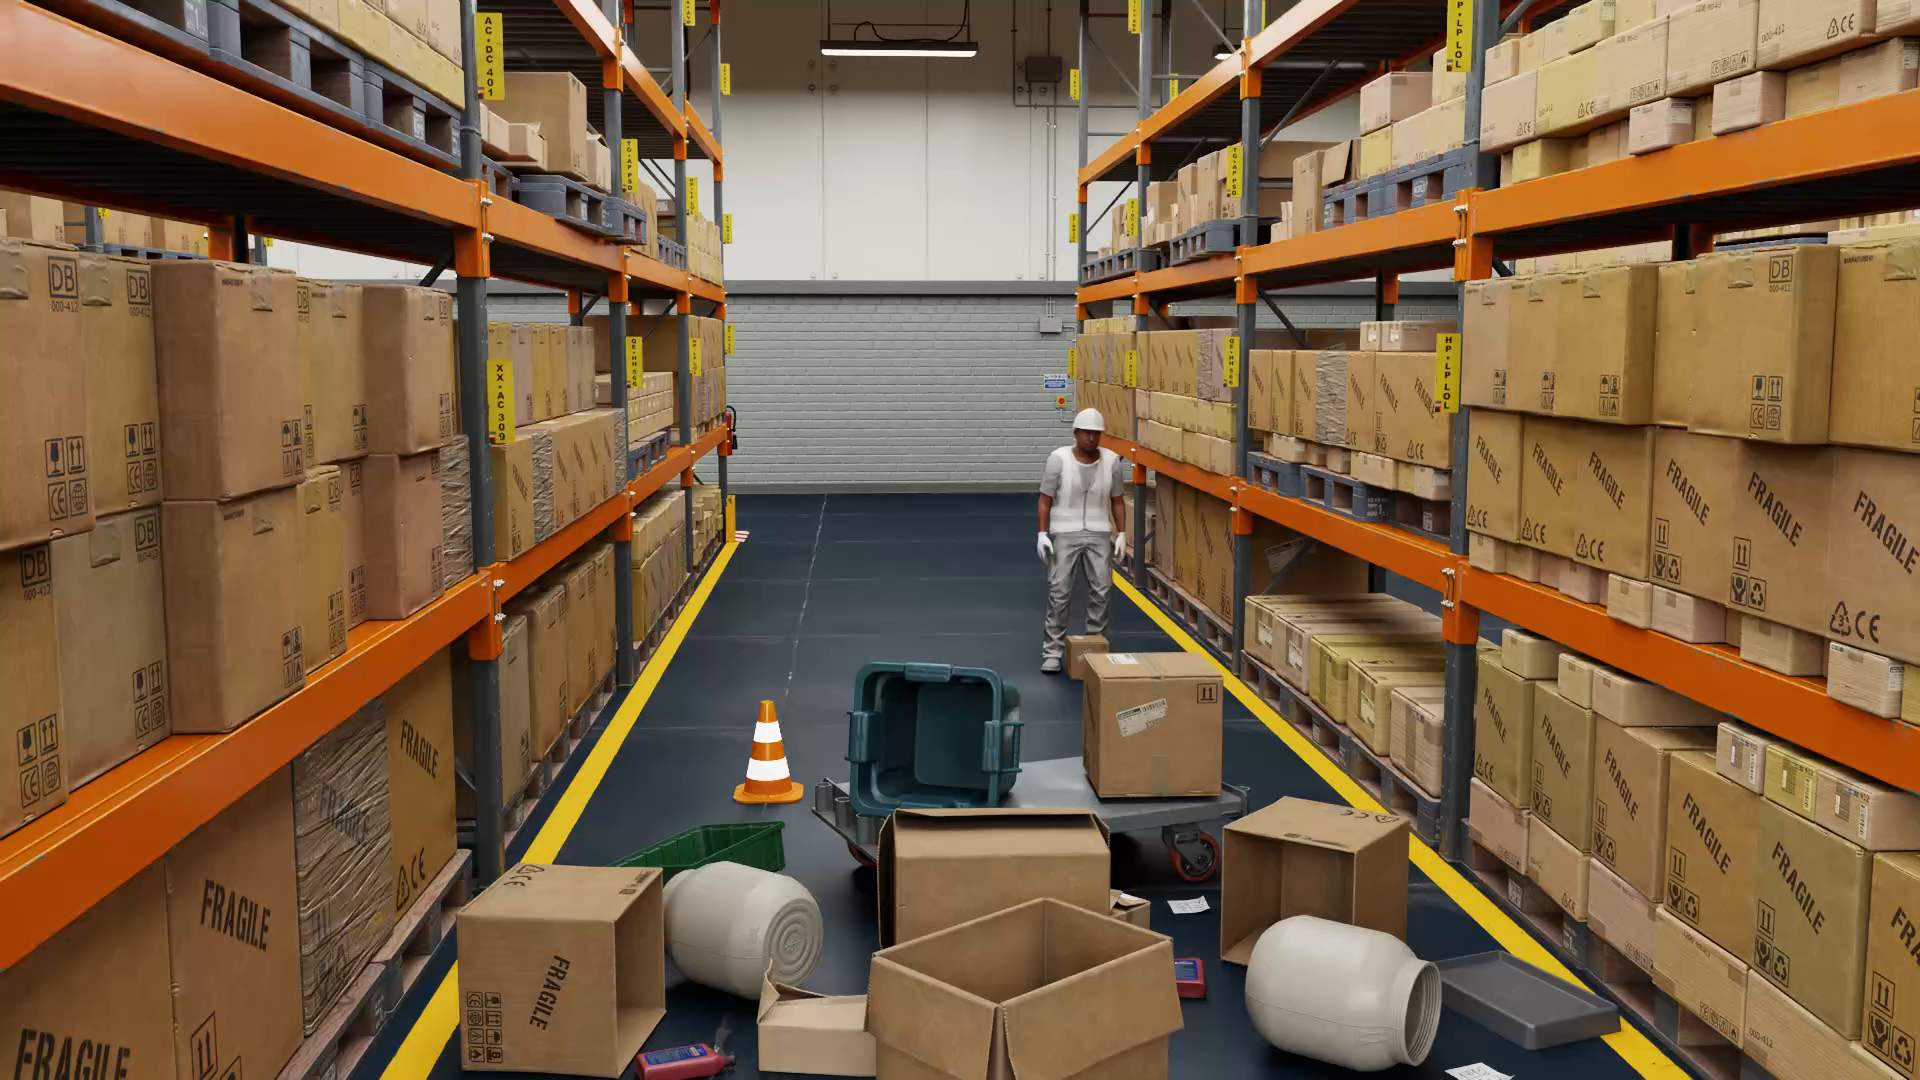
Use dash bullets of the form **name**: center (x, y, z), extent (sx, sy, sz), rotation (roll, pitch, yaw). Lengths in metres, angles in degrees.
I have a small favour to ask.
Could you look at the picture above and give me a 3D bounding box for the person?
- **person**: center (0.809, -0.001, 11.203), extent (0.615, 1.773, 0.451), rotation (0, 7, -4)
